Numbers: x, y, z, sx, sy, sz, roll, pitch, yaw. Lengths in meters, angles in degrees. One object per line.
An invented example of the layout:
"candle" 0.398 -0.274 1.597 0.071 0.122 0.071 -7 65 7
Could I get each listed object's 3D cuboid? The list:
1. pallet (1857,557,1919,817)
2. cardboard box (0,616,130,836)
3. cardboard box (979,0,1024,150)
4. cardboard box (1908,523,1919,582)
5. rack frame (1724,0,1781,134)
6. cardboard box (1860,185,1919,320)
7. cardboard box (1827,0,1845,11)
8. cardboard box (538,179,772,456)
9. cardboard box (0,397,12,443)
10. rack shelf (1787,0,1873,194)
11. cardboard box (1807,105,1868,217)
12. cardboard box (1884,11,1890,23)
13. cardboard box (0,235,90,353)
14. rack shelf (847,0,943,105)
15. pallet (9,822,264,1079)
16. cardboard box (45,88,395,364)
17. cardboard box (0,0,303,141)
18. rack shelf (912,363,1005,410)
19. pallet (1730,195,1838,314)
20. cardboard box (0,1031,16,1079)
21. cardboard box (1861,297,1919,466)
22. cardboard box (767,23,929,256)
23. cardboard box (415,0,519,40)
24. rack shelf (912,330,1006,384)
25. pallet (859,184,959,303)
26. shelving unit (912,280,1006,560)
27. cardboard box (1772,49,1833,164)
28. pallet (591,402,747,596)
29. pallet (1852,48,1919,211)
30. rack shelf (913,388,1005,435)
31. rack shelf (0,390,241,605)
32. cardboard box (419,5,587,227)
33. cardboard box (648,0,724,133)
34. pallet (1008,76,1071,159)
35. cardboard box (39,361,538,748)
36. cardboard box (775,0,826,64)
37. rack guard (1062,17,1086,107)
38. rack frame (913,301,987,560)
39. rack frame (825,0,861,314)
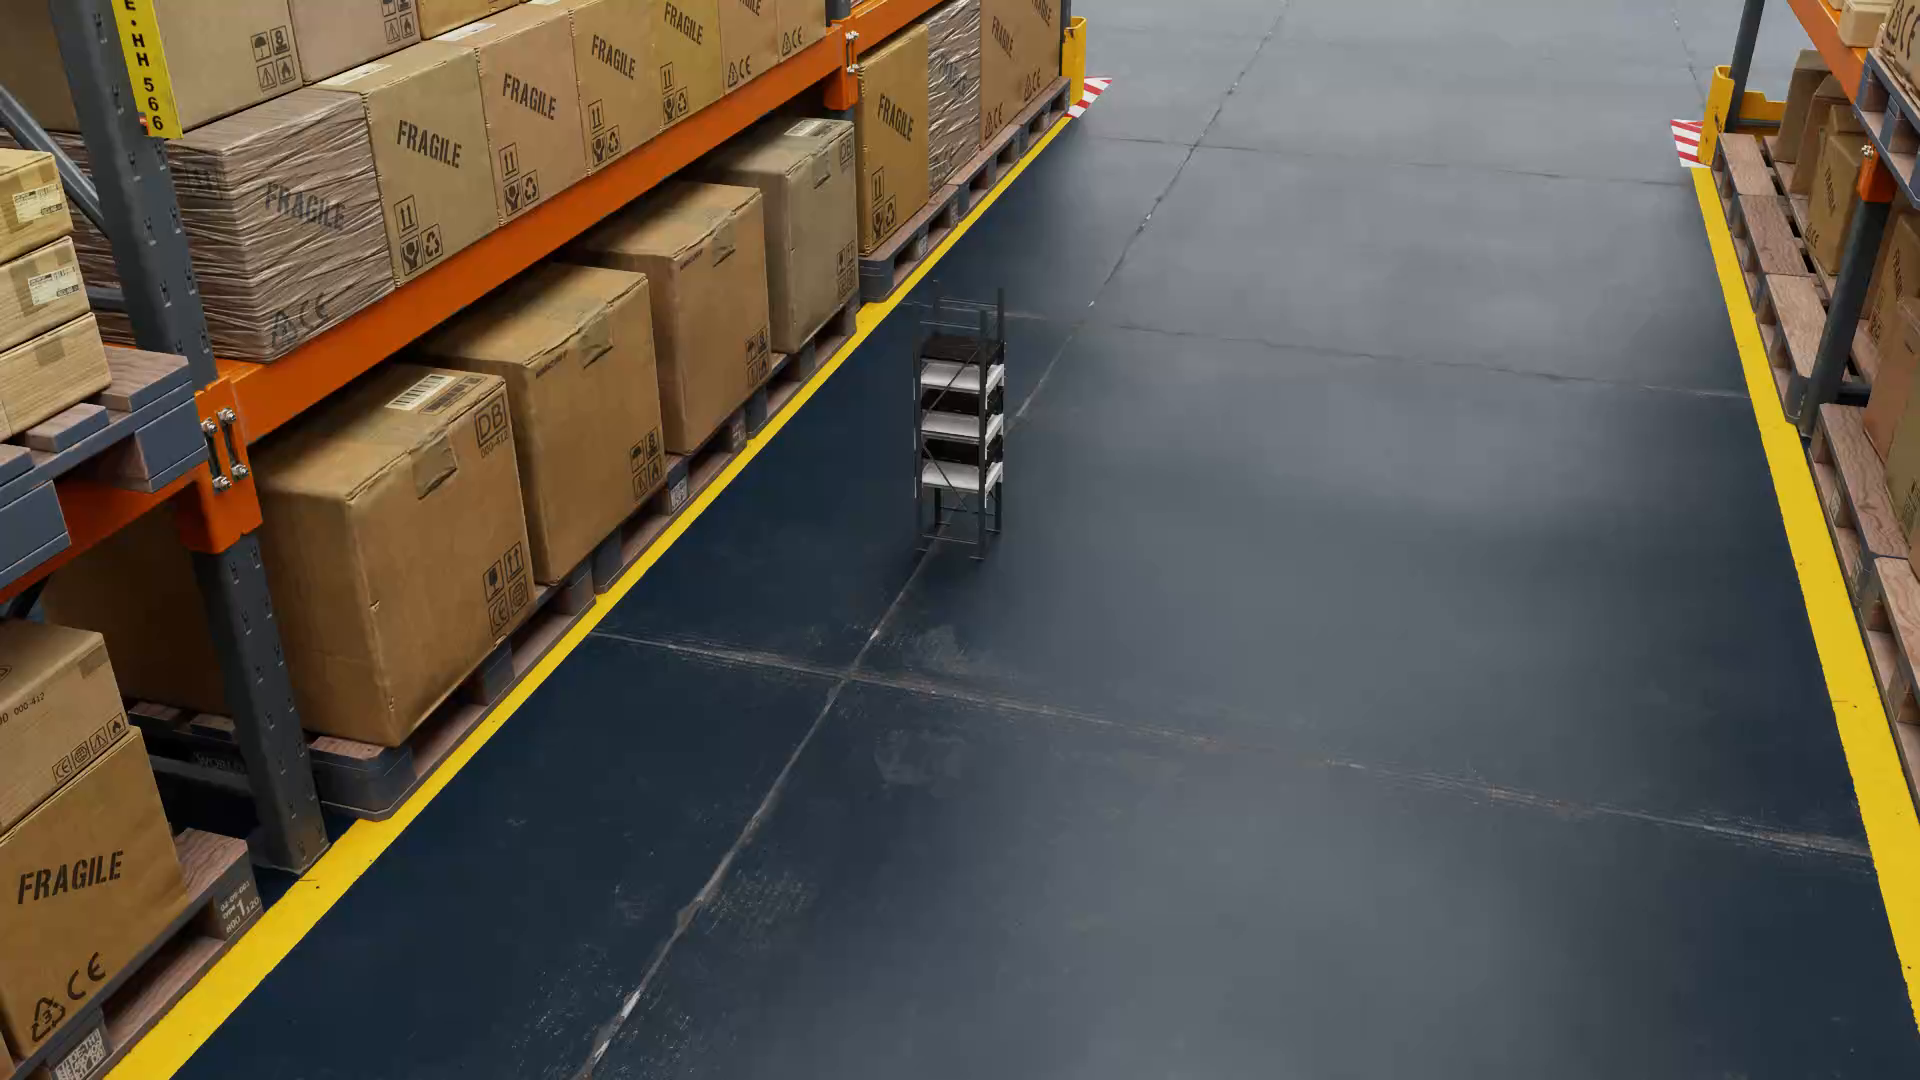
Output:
"pallet" 3.175 0.491 4.650 1.003 0.211 1.213 8 30 15
"cardboard box" -2.077 0.382 3.346 0.500 0.250 0.500 8 30 14
"cardboard box" -0.171 -2.793 9.439 0.875 0.875 0.875 8 30 14
"cardboard box" 3.236 0.003 4.778 0.700 0.500 0.500 6 30 11
"rack frame" 4.933 -3.517 8.987 1.000 3.000 0.127 8 30 15
"cardboard box" 4.075 -1.197 6.956 0.500 0.500 0.500 19 34 30
"cardboard box" 3.995 -2.386 7.211 0.380 0.149 0.250 8 30 15
"cardboard box" -1.336 -0.865 6.101 1.050 0.750 0.750 8 30 15
"cardboard box" -1.907 -0.218 2.883 0.380 0.149 0.250 8 30 15
"rack shelf" 4.346 -2.274 7.491 1.077 0.370 4.000 8 30 15
"cardboard box" 4.389 -1.750 7.949 0.500 0.500 0.500 11 31 20
"cardboard box" 3.754 -1.913 6.362 0.380 0.149 0.250 8 30 15
"cardboard box" -1.837 -0.464 3.018 0.380 0.149 0.250 9 30 16
"rack shelf" -0.366 -3.028 8.848 1.077 0.370 4.000 8 30 15
"pallet" -2.358 1.027 3.686 1.003 0.211 1.213 8 30 15
"cardboard box" -1.737 -0.768 3.942 0.500 0.500 0.500 9 30 15
"cardboard box" -1.986 -1.242 3.766 0.700 0.500 0.500 8 30 15
"rack shelf" -0.002 -0.518 5.453 0.258 0.077 0.200 8 30 15
"pallet" 4.278 -1.326 7.916 1.003 0.211 1.213 8 30 15
"cardboard box" -2.226 0.938 3.117 0.500 0.500 0.500 10 31 17
"cardboard box" 3.558 -0.476 5.639 0.700 0.500 0.500 6 30 11
"cardboard box" -0.702 -1.951 7.924 0.875 0.875 0.875 9 30 16
"cardboard box" -1.690 -1.716 4.618 0.700 0.500 0.500 8 30 14
"rack shelf" -0.002 -0.596 5.409 0.258 0.077 0.200 8 30 15
"pallet" -0.655 -1.537 8.296 1.003 0.211 1.213 8 30 15
"shelving unit" -0.002 -0.389 5.524 0.258 0.900 0.210 8 30 15
"cardboard box" 4.733 -2.321 8.976 0.500 0.500 0.500 14 32 24
"pallet" -1.464 -0.257 5.994 1.003 0.211 1.213 8 30 15
"pallet" 3.395 -1.240 5.091 1.003 0.211 1.213 8 30 15
"rack shelf" -0.002 -0.439 5.497 0.258 0.077 0.200 8 30 15
"rack shelf" -2.714 0.689 2.165 1.077 0.370 4.000 8 30 15
"cardboard box" -1.442 -1.239 4.789 0.500 0.500 0.500 8 30 15
"cardboard box" -1.147 -1.707 5.629 0.500 0.500 0.500 9 30 15
"pallet" 0.061 -2.671 10.334 1.003 0.211 1.213 8 30 15
"cardboard box" -1.863 -0.025 4.591 1.050 0.750 0.750 8 30 14
"cardboard box" -0.851 -2.176 6.474 0.500 0.500 0.500 8 30 15
"rack guard" 0.228 -3.191 10.972 1.175 0.500 0.348 8 30 15
"rack frame" -0.032 -0.342 5.440 0.240 0.900 0.006 8 30 15
"rack frame" -0.953 -2.413 7.003 1.000 3.000 0.127 8 30 15
